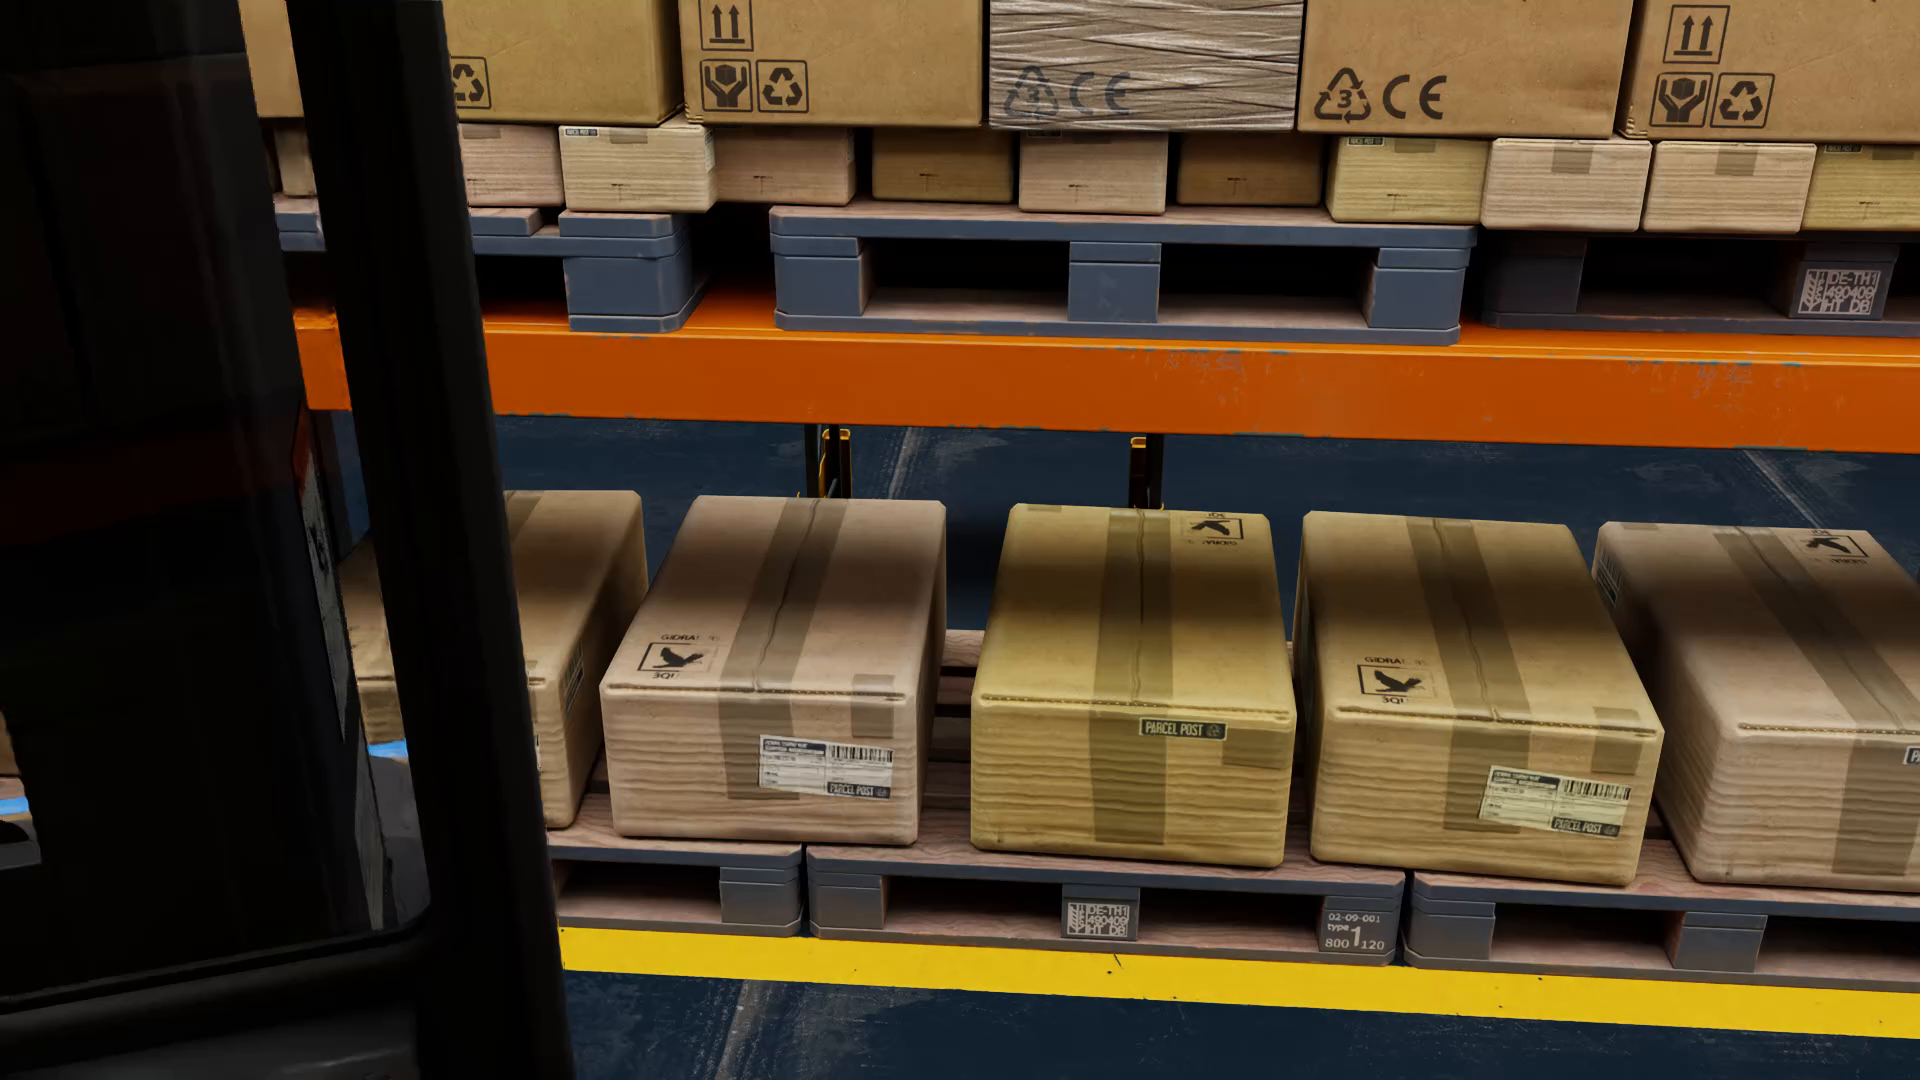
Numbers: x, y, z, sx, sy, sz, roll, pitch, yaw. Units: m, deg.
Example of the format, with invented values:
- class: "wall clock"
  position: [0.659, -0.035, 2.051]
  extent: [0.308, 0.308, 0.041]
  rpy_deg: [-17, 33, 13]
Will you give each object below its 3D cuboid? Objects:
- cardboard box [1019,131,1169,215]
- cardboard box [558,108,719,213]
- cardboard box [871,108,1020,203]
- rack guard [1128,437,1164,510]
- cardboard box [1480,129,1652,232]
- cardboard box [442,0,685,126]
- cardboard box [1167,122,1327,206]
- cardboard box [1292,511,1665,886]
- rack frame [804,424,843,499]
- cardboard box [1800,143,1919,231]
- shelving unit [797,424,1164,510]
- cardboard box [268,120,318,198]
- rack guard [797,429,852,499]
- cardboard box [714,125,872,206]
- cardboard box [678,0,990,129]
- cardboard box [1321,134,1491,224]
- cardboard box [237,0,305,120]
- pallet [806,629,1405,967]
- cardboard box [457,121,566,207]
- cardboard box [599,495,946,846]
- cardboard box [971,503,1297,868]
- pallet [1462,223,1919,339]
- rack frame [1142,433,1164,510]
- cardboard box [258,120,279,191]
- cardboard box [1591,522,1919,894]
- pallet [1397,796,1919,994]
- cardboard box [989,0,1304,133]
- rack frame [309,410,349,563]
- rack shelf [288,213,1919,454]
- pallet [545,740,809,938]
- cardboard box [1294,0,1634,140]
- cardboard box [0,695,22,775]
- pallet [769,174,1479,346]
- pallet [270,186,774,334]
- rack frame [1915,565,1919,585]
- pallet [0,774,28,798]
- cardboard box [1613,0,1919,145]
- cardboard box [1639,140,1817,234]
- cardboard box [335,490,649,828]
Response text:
- class: "cardboard box"
  position: [0.246, -0.706, 2.993]
  extent: [0.250, 0.149, 0.380]
  rpy_deg: [3, 25, 6]
- class: "cardboard box"
  position: [-0.541, -0.709, 3.001]
  extent: [0.250, 0.149, 0.380]
  rpy_deg: [2, 25, 4]
- class: "cardboard box"
  position: [-0.010, -0.741, 3.070]
  extent: [0.250, 0.149, 0.380]
  rpy_deg: [3, 25, 6]
- class: "rack guard"
  position: [0.573, -0.095, 5.158]
  extent: [0.087, 0.250, 0.587]
  rpy_deg: [2, 25, 4]
- class: "cardboard box"
  position: [1.007, -0.654, 2.882]
  extent: [0.250, 0.149, 0.380]
  rpy_deg: [2, 25, 4]
- class: "cardboard box"
  position: [-0.721, -1.035, 2.934]
  extent: [0.500, 0.500, 0.500]
  rpy_deg: [3, 25, 7]
- class: "cardboard box"
  position: [0.511, -0.729, 3.043]
  extent: [0.250, 0.149, 0.380]
  rpy_deg: [1, 25, 2]
- class: "cardboard box"
  position: [1.076, 0.305, 3.640]
  extent: [0.625, 0.372, 0.950]
  rpy_deg: [3, 25, 7]
- class: "rack frame"
  position: [-0.422, -0.695, 4.966]
  extent: [0.032, 1.500, 0.500]
  rpy_deg: [2, 25, 4]
- class: "cardboard box"
  position: [1.521, -0.655, 2.882]
  extent: [0.250, 0.149, 0.380]
  rpy_deg: [1, 25, 2]
- class: "shelving unit"
  position: [0.076, -0.679, 4.931]
  extent: [1.083, 1.500, 0.587]
  rpy_deg: [2, 25, 4]
- class: "cardboard box"
  position: [-1.083, -0.754, 3.099]
  extent: [0.250, 0.149, 0.380]
  rpy_deg: [0, 25, 1]
- class: "rack guard"
  position: [-0.421, -0.127, 5.227]
  extent: [0.087, 0.250, 0.587]
  rpy_deg: [2, 25, 4]
- class: "cardboard box"
  position: [-0.294, -0.734, 3.054]
  extent: [0.250, 0.149, 0.380]
  rpy_deg: [3, 25, 7]
- class: "cardboard box"
  position: [-0.191, -1.021, 2.903]
  extent: [0.500, 0.500, 0.500]
  rpy_deg: [2, 25, 5]
- class: "cardboard box"
  position: [0.766, -0.677, 2.932]
  extent: [0.250, 0.149, 0.380]
  rpy_deg: [2, 25, 4]
- class: "cardboard box"
  position: [-1.241, -1.049, 2.964]
  extent: [0.500, 0.500, 0.500]
  rpy_deg: [1, 25, 3]
- class: "pallet"
  position: [0.320, 0.544, 3.816]
  extent: [1.213, 0.211, 1.003]
  rpy_deg: [2, 25, 4]
- class: "cardboard box"
  position: [-0.813, -0.726, 3.038]
  extent: [0.250, 0.149, 0.380]
  rpy_deg: [0, 25, 1]
- class: "cardboard box"
  position: [-0.373, 0.257, 3.745]
  extent: [0.625, 0.372, 0.950]
  rpy_deg: [1, 25, 3]
- class: "cardboard box"
  position: [0.383, 0.283, 3.687]
  extent: [0.625, 0.372, 0.950]
  rpy_deg: [3, 25, 6]
- class: "pallet"
  position: [1.566, -0.659, 3.322]
  extent: [1.213, 0.211, 1.003]
  rpy_deg: [2, 25, 4]
- class: "rack frame"
  position: [0.592, -0.662, 4.895]
  extent: [0.032, 1.500, 0.500]
  rpy_deg: [2, 25, 4]
- class: "cardboard box"
  position: [-1.362, -0.777, 3.149]
  extent: [0.250, 0.149, 0.380]
  rpy_deg: [0, 25, 1]
- class: "cardboard box"
  position: [1.793, 0.327, 3.593]
  extent: [0.625, 0.372, 0.950]
  rpy_deg: [2, 25, 5]
- class: "pallet"
  position: [1.540, 0.582, 3.733]
  extent: [1.213, 0.211, 1.003]
  rpy_deg: [2, 25, 4]
- class: "cardboard box"
  position: [0.307, -1.002, 2.861]
  extent: [0.500, 0.500, 0.500]
  rpy_deg: [1, 25, 2]
- class: "rack frame"
  position: [-1.672, -0.789, 3.376]
  extent: [0.127, 3.000, 1.000]
  rpy_deg: [2, 25, 4]
- class: "rack shelf"
  position: [0.322, -0.398, 3.387]
  extent: [4.000, 0.370, 1.077]
  rpy_deg: [2, 25, 4]
- class: "pallet"
  position: [-0.893, 0.504, 3.903]
  extent: [1.213, 0.211, 1.003]
  rpy_deg: [2, 25, 4]
- class: "cardboard box"
  position: [0.830, -0.986, 2.825]
  extent: [0.500, 0.500, 0.500]
  rpy_deg: [3, 25, 6]
- class: "cardboard box"
  position: [-2.354, -0.071, 3.855]
  extent: [0.875, 0.875, 0.875]
  rpy_deg: [2, 25, 4]
- class: "pallet"
  position: [0.305, -0.655, 3.315]
  extent: [1.213, 0.211, 1.003]
  rpy_deg: [2, 25, 4]
- class: "pallet"
  position: [-0.953, -0.723, 3.463]
  extent: [1.003, 0.211, 1.213]
  rpy_deg: [2, 25, 4]
- class: "rack frame"
  position: [2.316, -0.661, 3.097]
  extent: [0.127, 3.000, 1.000]
  rpy_deg: [2, 25, 4]
- class: "pallet"
  position: [-2.452, 0.421, 4.082]
  extent: [1.213, 0.211, 1.003]
  rpy_deg: [2, 25, 4]
- class: "cardboard box"
  position: [1.344, -0.966, 2.784]
  extent: [0.500, 0.500, 0.500]
  rpy_deg: [2, 25, 4]
- class: "cardboard box"
  position: [1.261, -0.648, 2.868]
  extent: [0.250, 0.149, 0.380]
  rpy_deg: [1, 25, 3]
- class: "cardboard box"
  position: [-1.109, 0.237, 3.789]
  extent: [0.625, 0.372, 0.950]
  rpy_deg: [0, 25, 0]
